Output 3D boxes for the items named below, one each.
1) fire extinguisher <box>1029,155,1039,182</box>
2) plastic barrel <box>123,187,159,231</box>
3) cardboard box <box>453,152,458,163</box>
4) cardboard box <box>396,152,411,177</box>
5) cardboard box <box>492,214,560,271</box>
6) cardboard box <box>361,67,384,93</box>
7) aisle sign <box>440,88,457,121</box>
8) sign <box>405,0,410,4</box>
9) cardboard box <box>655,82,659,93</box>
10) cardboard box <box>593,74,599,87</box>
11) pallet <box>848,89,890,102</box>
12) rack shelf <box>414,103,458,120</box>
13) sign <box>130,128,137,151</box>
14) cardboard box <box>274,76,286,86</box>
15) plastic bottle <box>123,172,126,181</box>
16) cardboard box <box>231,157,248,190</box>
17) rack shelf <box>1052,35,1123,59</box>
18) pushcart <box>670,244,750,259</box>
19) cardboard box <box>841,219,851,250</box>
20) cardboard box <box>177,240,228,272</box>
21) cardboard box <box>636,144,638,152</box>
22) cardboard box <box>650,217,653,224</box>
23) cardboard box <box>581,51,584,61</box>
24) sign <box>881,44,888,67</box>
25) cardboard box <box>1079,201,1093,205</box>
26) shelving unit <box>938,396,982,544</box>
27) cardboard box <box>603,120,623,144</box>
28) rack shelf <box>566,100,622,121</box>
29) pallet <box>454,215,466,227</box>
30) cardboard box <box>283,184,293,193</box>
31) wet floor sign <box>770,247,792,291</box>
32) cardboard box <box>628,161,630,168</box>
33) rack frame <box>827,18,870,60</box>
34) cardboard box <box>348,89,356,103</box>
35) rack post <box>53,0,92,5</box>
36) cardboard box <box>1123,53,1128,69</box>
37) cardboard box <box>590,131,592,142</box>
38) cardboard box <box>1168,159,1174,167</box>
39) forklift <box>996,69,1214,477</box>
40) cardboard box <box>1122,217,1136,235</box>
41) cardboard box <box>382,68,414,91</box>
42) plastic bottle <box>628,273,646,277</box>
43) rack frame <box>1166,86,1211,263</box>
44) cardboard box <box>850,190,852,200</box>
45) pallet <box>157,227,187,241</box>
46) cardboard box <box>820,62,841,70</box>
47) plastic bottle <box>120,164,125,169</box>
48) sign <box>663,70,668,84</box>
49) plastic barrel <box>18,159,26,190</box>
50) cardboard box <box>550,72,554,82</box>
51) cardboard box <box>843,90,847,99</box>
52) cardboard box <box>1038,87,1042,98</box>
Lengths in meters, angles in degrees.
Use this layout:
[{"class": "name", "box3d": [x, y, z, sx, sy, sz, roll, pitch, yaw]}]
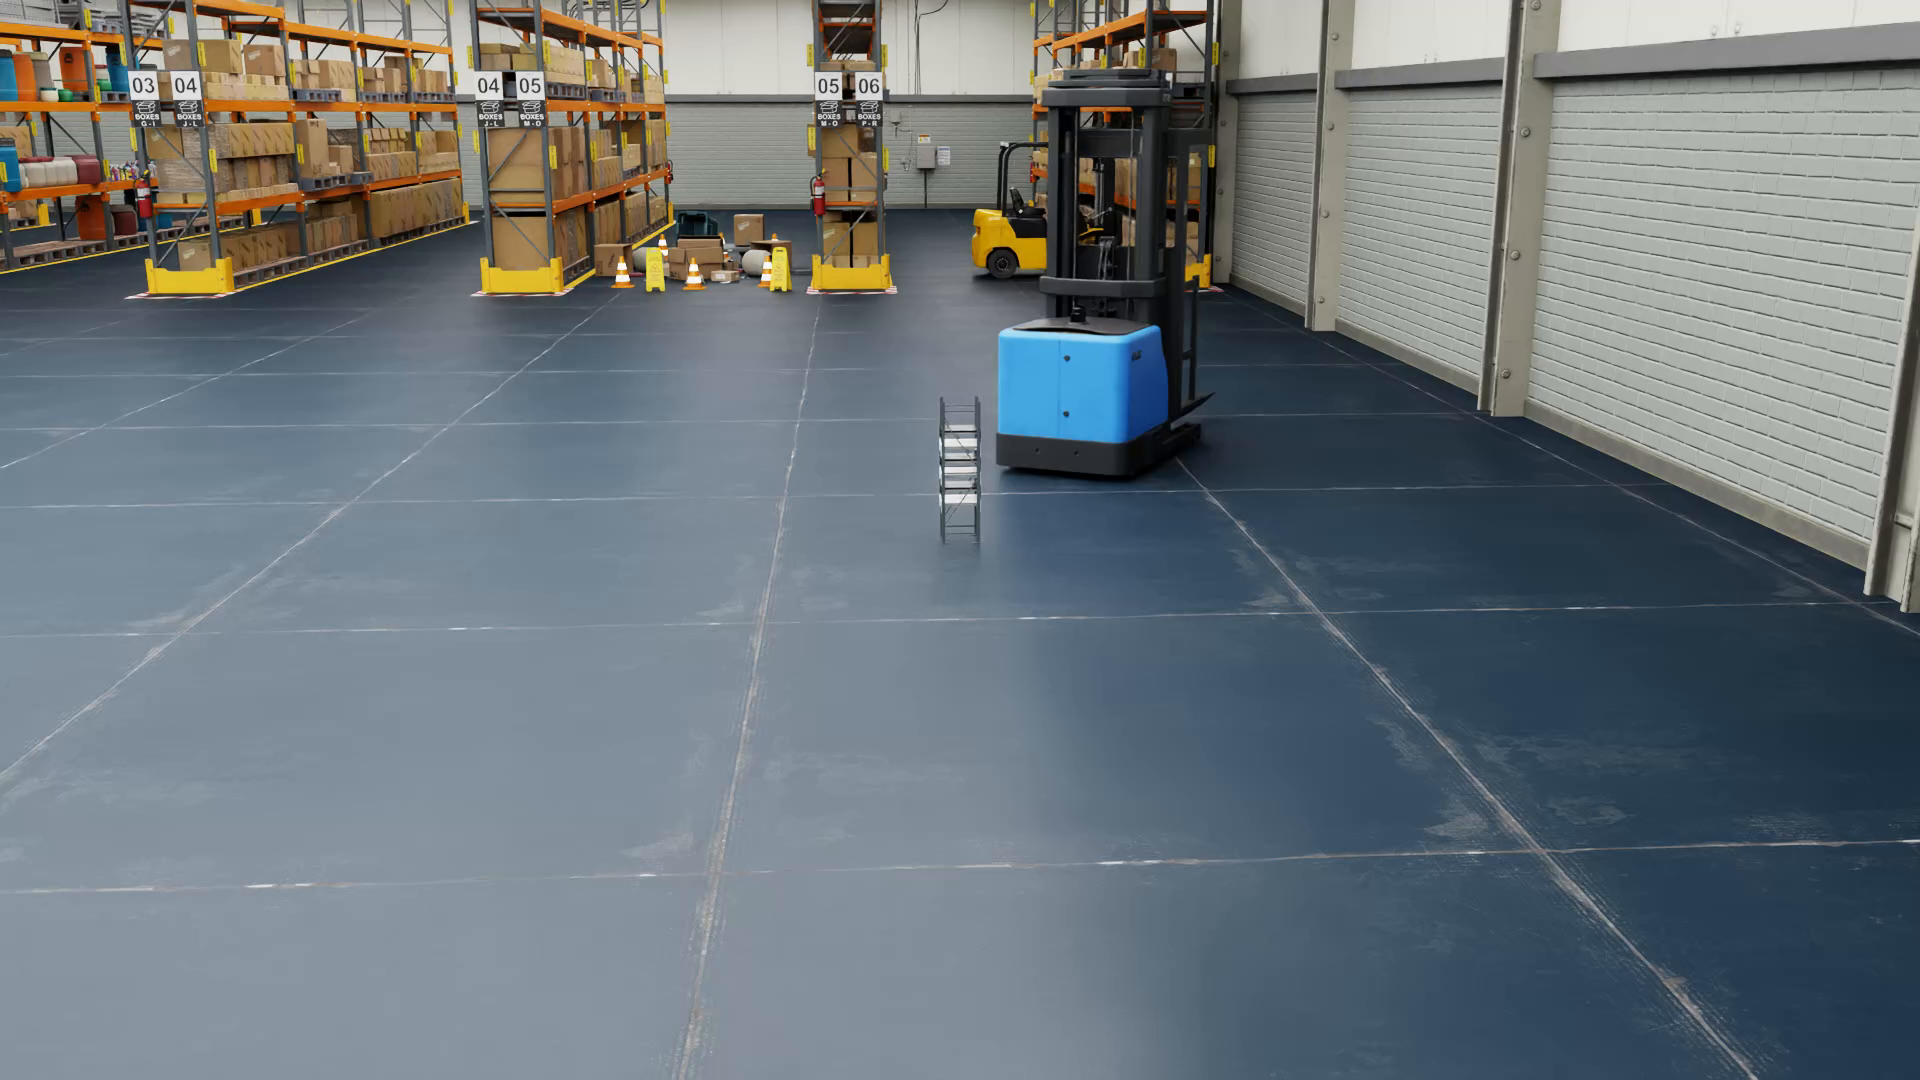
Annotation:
[{"class": "fire extinguisher", "box3d": [1.823, -9.190, 41.129, 0.296, 0.674, 0.183, -1, 14, -3]}, {"class": "plastic barrel", "box3d": [-17.186, -6.953, 34.897, 0.600, 0.901, 0.708, -1, 14, -3]}, {"class": "cardboard box", "box3d": [-12.256, -9.103, 39.592, 0.500, 0.250, 0.500, -1, 14, -4]}, {"class": "cardboard box", "box3d": [-11.978, -7.967, 35.270, 0.500, 0.500, 0.500, 0, 14, -2]}, {"class": "cardboard box", "box3d": [-6.711, -4.563, 25.661, 0.875, 0.875, 0.875, -1, 14, -3]}, {"class": "cardboard box", "box3d": [-12.203, -9.373, 33.864, 0.797, 0.503, 0.637, -1, 14, -4]}, {"class": "aisle sign", "box3d": [-12.256, -10.430, 39.826, 0.394, 0.787, 0.004, -1, 14, -3]}, {"class": "sign", "box3d": [-11.763, -11.561, 35.367, 0.100, 0.325, 0.005, -1, 14, -3]}, {"class": "cardboard box", "box3d": [-7.250, -10.457, 38.426, 0.500, 0.250, 0.500, -1, 14, -3]}, {"class": "cardboard box", "box3d": [-6.755, -8.323, 30.063, 0.396, 0.266, 0.258, -1, 14, -3]}, {"class": "pallet", "box3d": [-1.849, -7.834, 29.311, 1.213, 0.211, 1.003, -1, 14, -3]}, {"class": "rack shelf", "box3d": [-12.427, -9.755, 37.845, 1.077, 0.370, 4.000, -1, 14, -3]}, {"class": "sign", "box3d": [-12.115, -5.879, 24.400, 0.100, 0.325, 0.005, -1, 14, -3]}, {"class": "cardboard box", "box3d": [-11.499, -7.661, 27.762, 0.380, 0.149, 0.250, 0, 14, -2]}, {"class": "plastic bottle", "box3d": [-16.720, -7.276, 33.185, 0.097, 0.201, 0.097, 0, 14, 0]}, {"class": "cardboard box", "box3d": [-11.705, -5.746, 26.043, 0.875, 0.500, 0.500, -1, 14, -3]}, {"class": "rack shelf", "box3d": [2.665, -10.250, 34.551, 1.077, 0.370, 4.000, -1, 14, -3]}, {"class": "pushcart", "box3d": [-4.189, -4.999, 29.200, 1.648, 0.377, 0.936, -6, 16, -23]}, {"class": "cardboard box", "box3d": [-2.015, -4.882, 26.652, 0.500, 0.500, 0.500, 0, 14, -1]}, {"class": "cardboard box", "box3d": [-11.582, -4.318, 25.461, 0.500, 0.500, 0.500, 2, 15, 7]}, {"class": "cardboard box", "box3d": [-7.110, -8.411, 35.665, 0.380, 0.149, 0.250, -1, 14, -5]}, {"class": "cardboard box", "box3d": [-7.049, -7.123, 37.070, 0.380, 0.149, 0.250, -2, 15, -6]}, {"class": "cardboard box", "box3d": [-6.510, -8.098, 27.822, 0.380, 0.149, 0.250, -1, 14, -4]}, {"class": "sign", "box3d": [-1.127, -7.207, 24.742, 0.100, 0.325, 0.005, -1, 14, -3]}, {"class": "cardboard box", "box3d": [2.506, -6.815, 33.867, 0.380, 0.149, 0.250, -2, 15, -6]}, {"class": "shelving unit", "box3d": [0.000, -0.438, 10.422, 0.258, 0.900, 0.210, -1, 14, -3]}, {"class": "cardboard box", "box3d": [-7.646, -8.994, 36.660, 0.500, 0.500, 0.500, -1, 14, -5]}, {"class": "rack shelf", "box3d": [-6.975, -7.817, 30.313, 1.077, 0.370, 4.000, -1, 14, -3]}, {"class": "pallet", "box3d": [-12.424, -7.600, 39.642, 1.003, 0.211, 1.213, -1, 14, -3]}, {"class": "cardboard box", "box3d": [-11.495, -5.931, 28.063, 0.380, 0.149, 0.250, -1, 14, -3]}, {"class": "wet floor sign", "box3d": [-2.725, -4.118, 25.237, 0.267, 0.644, 0.232, 4, 15, 16]}, {"class": "cardboard box", "box3d": [-7.009, -7.736, 34.235, 0.380, 0.149, 0.250, -1, 14, -3]}, {"class": "rack frame", "box3d": [-2.412, -11.212, 36.043, 1.000, 3.000, 0.127, -1, 14, -3]}, {"class": "cardboard box", "box3d": [-11.781, -8.424, 31.530, 0.500, 0.250, 0.500, -1, 14, -3]}, {"class": "rack post", "box3d": [-17.145, -10.430, 31.968, 0.624, 0.289, 0.986, -1, 14, -3]}, {"class": "cardboard box", "box3d": [3.053, -7.663, 27.019, 0.797, 0.503, 0.637, 0, 14, -2]}, {"class": "cardboard box", "box3d": [-6.922, -6.999, 29.503, 0.700, 0.500, 0.500, -1, 14, -4]}, {"class": "cardboard box", "box3d": [3.444, -5.911, 25.978, 0.380, 0.149, 0.250, -1, 14, -3]}, {"class": "forklift", "box3d": [1.326, -2.203, 13.208, 1.130, 2.935, 3.031, 6, 16, 23]}, {"class": "cardboard box", "box3d": [2.866, -5.118, 27.066, 0.500, 0.250, 0.500, -1, 14, -3]}, {"class": "cardboard box", "box3d": [-12.412, -10.100, 36.498, 0.700, 0.500, 0.500, -2, 15, -7]}, {"class": "plastic bottle", "box3d": [-5.319, -4.367, 27.375, 0.283, 0.061, 0.133, -6, 16, -23]}, {"class": "rack frame", "box3d": [3.285, -5.400, 25.493, 1.000, 3.000, 0.127, -1, 14, -3]}, {"class": "cardboard box", "box3d": [-1.513, -5.351, 25.807, 0.380, 0.149, 0.250, -1, 14, -3]}, {"class": "pallet", "box3d": [-17.241, -6.534, 35.498, 1.003, 0.211, 1.213, -1, 14, -3]}, {"class": "cardboard box", "box3d": [-1.985, -7.119, 25.059, 0.380, 0.149, 0.250, -1, 14, -3]}, {"class": "plastic bottle", "box3d": [-17.389, -7.668, 34.559, 0.152, 0.276, 0.135, -1, 14, -3]}, {"class": "sign", "box3d": [-7.039, -11.085, 39.793, 0.100, 0.325, 0.005, -1, 14, -3]}, {"class": "plastic barrel", "box3d": [-16.592, -6.395, 29.087, 0.433, 0.535, 0.433, 0, 14, 0]}, {"class": "cardboard box", "box3d": [-6.321, -6.957, 24.987, 0.380, 0.149, 0.250, -1, 14, -3]}, {"class": "cardboard box", "box3d": [-1.950, -6.930, 25.924, 0.380, 0.149, 0.250, -1, 14, -3]}, {"class": "cardboard box", "box3d": [2.120, -10.535, 39.136, 0.500, 0.250, 0.500, -1, 14, -5]}]
